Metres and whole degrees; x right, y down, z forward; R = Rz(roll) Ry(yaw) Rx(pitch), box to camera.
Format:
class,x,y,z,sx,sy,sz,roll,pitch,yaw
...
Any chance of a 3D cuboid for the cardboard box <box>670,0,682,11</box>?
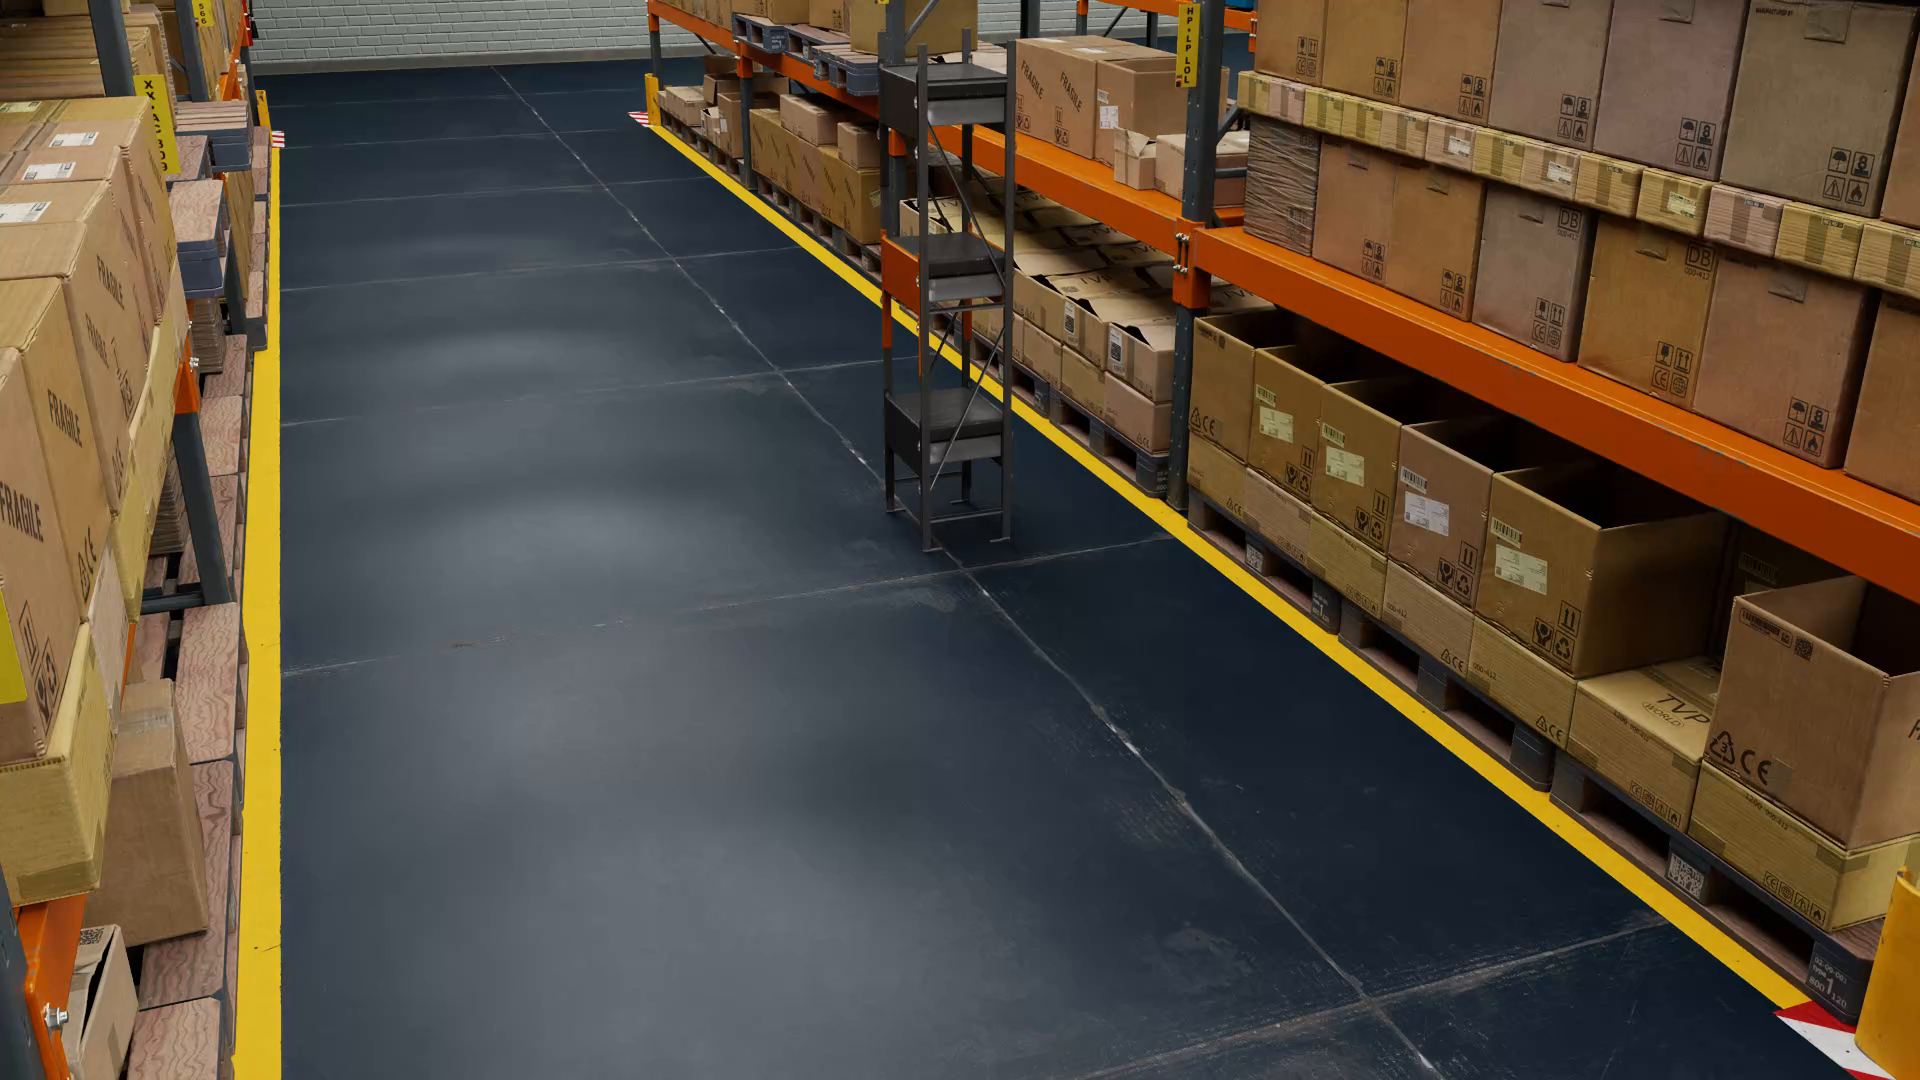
class,x,y,z,sx,sy,sz,roll,pitch,yaw
cardboard box,-2.532,-5.433,16.150,0.500,0.500,0.500,-8,24,-19

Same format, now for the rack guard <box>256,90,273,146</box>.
class,x,y,z,sx,sy,sz,roll,pitch,yaw
rack guard,-7.445,-4.130,16.405,1.175,0.500,0.348,-8,24,-19

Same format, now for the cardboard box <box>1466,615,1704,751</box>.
class,x,y,z,sx,sy,sz,roll,pitch,yaw
cardboard box,2.017,0.417,5.398,0.500,0.250,0.500,-8,24,-19

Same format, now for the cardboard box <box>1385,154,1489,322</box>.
class,x,y,z,sx,sy,sz,roll,pitch,yaw
cardboard box,1.964,-1.106,5.884,0.700,0.500,0.500,-8,24,-18

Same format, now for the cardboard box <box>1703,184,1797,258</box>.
class,x,y,z,sx,sy,sz,roll,pitch,yaw
cardboard box,2.264,-0.878,4.507,0.380,0.149,0.250,-8,24,-18

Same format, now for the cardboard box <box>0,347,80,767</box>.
class,x,y,z,sx,sy,sz,roll,pitch,yaw
cardboard box,-1.672,0.040,2.495,0.500,0.500,0.500,-8,24,-19

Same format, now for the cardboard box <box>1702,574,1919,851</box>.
class,x,y,z,sx,sy,sz,roll,pitch,yaw
cardboard box,2.381,0.433,4.394,0.500,0.500,0.500,-8,24,-19

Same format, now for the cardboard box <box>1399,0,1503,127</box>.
class,x,y,z,sx,sy,sz,roll,pitch,yaw
cardboard box,1.954,-1.712,5.651,0.700,0.500,0.500,-8,24,-19

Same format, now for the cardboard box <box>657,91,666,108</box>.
class,x,y,z,sx,sy,sz,roll,pitch,yaw
cardboard box,-2.977,-4.644,17.510,0.380,0.149,0.250,-8,24,-19

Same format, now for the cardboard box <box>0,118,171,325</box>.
class,x,y,z,sx,sy,sz,roll,pitch,yaw
cardboard box,-2.559,-0.889,4.698,0.500,0.500,0.500,-8,24,-19

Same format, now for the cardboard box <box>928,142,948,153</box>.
class,x,y,z,sx,sy,sz,roll,pitch,yaw
cardboard box,-0.234,-2.675,12.387,0.500,0.500,0.500,-9,24,-20

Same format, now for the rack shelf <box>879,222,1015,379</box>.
class,x,y,z,sx,sy,sz,roll,pitch,yaw
rack shelf,-0.058,-1.015,6.990,0.431,0.518,0.480,-8,24,-19

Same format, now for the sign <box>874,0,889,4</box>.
class,x,y,z,sx,sy,sz,roll,pitch,yaw
sign,-0.482,-3.467,10.224,0.100,0.325,0.005,-8,24,-19

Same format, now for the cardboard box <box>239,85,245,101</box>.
class,x,y,z,sx,sy,sz,roll,pitch,yaw
cardboard box,-6.327,-3.785,14.211,0.380,0.149,0.250,-9,24,-20

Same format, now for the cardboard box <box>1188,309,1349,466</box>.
class,x,y,z,sx,sy,sz,roll,pitch,yaw
cardboard box,1.307,-0.655,6.975,0.500,0.500,0.500,-8,24,-19

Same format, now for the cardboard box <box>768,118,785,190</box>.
class,x,y,z,sx,sy,sz,roll,pitch,yaw
cardboard box,-1.249,-3.150,13.514,0.500,0.500,0.500,-8,24,-18

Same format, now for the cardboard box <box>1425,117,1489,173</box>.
class,x,y,z,sx,sy,sz,roll,pitch,yaw
cardboard box,1.808,-1.347,5.620,0.380,0.149,0.250,-9,25,-21

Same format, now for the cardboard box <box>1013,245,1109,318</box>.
class,x,y,z,sx,sy,sz,roll,pitch,yaw
cardboard box,0.486,-1.440,9.081,0.500,0.311,0.500,-9,24,-20

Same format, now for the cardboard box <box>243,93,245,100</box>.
class,x,y,z,sx,sy,sz,roll,pitch,yaw
cardboard box,-6.741,-3.710,14.867,0.700,0.500,0.500,-9,25,-21

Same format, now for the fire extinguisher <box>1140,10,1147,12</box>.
class,x,y,z,sx,sy,sz,roll,pitch,yaw
fire extinguisher,2.204,-6.542,19.489,0.296,0.674,0.183,-8,24,-19

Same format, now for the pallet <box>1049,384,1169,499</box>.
class,x,y,z,sx,sy,sz,roll,pitch,yaw
pallet,1.139,-0.571,8.334,1.003,0.211,1.213,-8,24,-19

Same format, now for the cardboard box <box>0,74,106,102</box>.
class,x,y,z,sx,sy,sz,roll,pitch,yaw
cardboard box,-3.345,-1.351,5.899,0.700,0.500,0.500,-8,24,-19

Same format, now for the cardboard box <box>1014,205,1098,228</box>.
class,x,y,z,sx,sy,sz,roll,pitch,yaw
cardboard box,0.628,-1.888,10.144,0.500,0.311,0.500,-9,24,-20

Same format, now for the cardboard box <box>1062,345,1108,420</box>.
class,x,y,z,sx,sy,sz,roll,pitch,yaw
cardboard box,0.841,-0.815,8.322,0.500,0.250,0.500,-9,24,-20

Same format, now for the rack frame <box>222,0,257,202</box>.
class,x,y,z,sx,sy,sz,roll,pitch,yaw
rack frame,-6.023,-3.820,12.451,1.000,3.000,0.127,-8,24,-19

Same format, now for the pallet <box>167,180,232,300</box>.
class,x,y,z,sx,sy,sz,roll,pitch,yaw
pallet,-3.331,-1.122,6.298,1.003,0.211,1.213,-8,24,-19

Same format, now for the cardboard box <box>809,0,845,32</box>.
class,x,y,z,sx,sy,sz,roll,pitch,yaw
cardboard box,-0.709,-4.107,12.463,0.700,0.500,0.500,-15,27,-32

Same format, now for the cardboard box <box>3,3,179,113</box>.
class,x,y,z,sx,sy,sz,roll,pitch,yaw
cardboard box,-4.435,-2.446,8.496,0.700,0.500,0.500,-11,25,-25

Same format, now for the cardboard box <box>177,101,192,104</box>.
class,x,y,z,sx,sy,sz,roll,pitch,yaw
cardboard box,-4.510,-2.411,9.406,0.380,0.149,0.250,-9,24,-20

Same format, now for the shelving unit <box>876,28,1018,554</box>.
class,x,y,z,sx,sy,sz,roll,pitch,yaw
shelving unit,-0.058,-1.028,6.985,0.431,2.100,0.503,-8,24,-19

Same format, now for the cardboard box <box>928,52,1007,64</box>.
class,x,y,z,sx,sy,sz,roll,pitch,yaw
cardboard box,0.110,-2.868,10.308,0.500,0.311,0.500,-7,24,-16

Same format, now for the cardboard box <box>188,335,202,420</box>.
class,x,y,z,sx,sy,sz,roll,pitch,yaw
cardboard box,-4.032,-0.783,7.898,0.700,0.500,0.500,-8,24,-19

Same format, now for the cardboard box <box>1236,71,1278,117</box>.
class,x,y,z,sx,sy,sz,roll,pitch,yaw
cardboard box,1.349,-1.815,6.730,0.380,0.149,0.250,-8,24,-19

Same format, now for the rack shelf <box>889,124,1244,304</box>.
class,x,y,z,sx,sy,sz,roll,pitch,yaw
rack shelf,0.729,-1.989,9.034,1.077,0.370,4.000,-8,24,-19

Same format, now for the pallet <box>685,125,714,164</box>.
class,x,y,z,sx,sy,sz,roll,pitch,yaw
pallet,-2.067,-3.909,16.254,1.003,0.211,1.213,-8,24,-19

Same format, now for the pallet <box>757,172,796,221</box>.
class,x,y,z,sx,sy,sz,roll,pitch,yaw
pallet,-1.068,-2.925,13.919,1.003,0.211,1.213,-8,24,-19

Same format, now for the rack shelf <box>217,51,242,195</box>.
class,x,y,z,sx,sy,sz,roll,pitch,yaw
rack shelf,-5.317,-2.762,10.866,1.077,0.370,4.000,-8,24,-19

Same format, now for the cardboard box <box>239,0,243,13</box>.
class,x,y,z,sx,sy,sz,roll,pitch,yaw
cardboard box,-7.247,-5.227,15.404,0.980,0.700,0.700,-7,24,-17

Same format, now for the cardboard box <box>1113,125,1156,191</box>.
class,x,y,z,sx,sy,sz,roll,pitch,yaw
cardboard box,0.953,-1.826,7.894,0.396,0.266,0.258,-9,24,-20

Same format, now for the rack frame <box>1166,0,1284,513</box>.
class,x,y,z,sx,sy,sz,roll,pitch,yaw
rack frame,1.436,-1.594,7.170,1.000,3.000,0.127,-8,24,-19

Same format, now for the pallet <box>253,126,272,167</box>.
class,x,y,z,sx,sy,sz,roll,pitch,yaw
pallet,-7.081,-3.708,15.777,1.003,0.211,1.213,-8,24,-19

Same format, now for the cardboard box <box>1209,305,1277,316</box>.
class,x,y,z,sx,sy,sz,roll,pitch,yaw
cardboard box,1.523,-0.963,7.951,0.500,0.311,0.500,-8,24,-19

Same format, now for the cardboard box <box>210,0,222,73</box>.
class,x,y,z,sx,sy,sz,roll,pitch,yaw
cardboard box,-4.893,-3.142,10.306,0.500,0.500,0.500,-8,24,-19

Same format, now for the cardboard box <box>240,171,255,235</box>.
class,x,y,z,sx,sy,sz,roll,pitch,yaw
cardboard box,-5.355,-2.482,11.503,0.750,0.750,0.750,-8,24,-17

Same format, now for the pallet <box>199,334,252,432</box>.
class,x,y,z,sx,sy,sz,roll,pitch,yaw
pallet,-4.336,-0.797,8.870,1.003,0.211,1.213,-8,24,-19

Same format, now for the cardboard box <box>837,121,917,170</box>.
class,x,y,z,sx,sy,sz,roll,pitch,yaw
cardboard box,-0.551,-2.771,11.650,0.500,0.250,0.500,-7,24,-17

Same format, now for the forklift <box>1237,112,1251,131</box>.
class,x,y,z,sx,sy,sz,roll,pitch,yaw
forklift,2.201,-2.527,9.471,1.130,2.935,3.031,-8,24,-18

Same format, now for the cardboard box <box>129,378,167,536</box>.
class,x,y,z,sx,sy,sz,roll,pitch,yaw
cardboard box,-2.207,-0.177,3.976,0.500,0.250,0.500,-8,24,-19

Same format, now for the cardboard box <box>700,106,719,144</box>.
class,x,y,z,sx,sy,sz,roll,pitch,yaw
cardboard box,-2.122,-3.905,15.549,0.500,0.311,0.500,-8,24,-19
